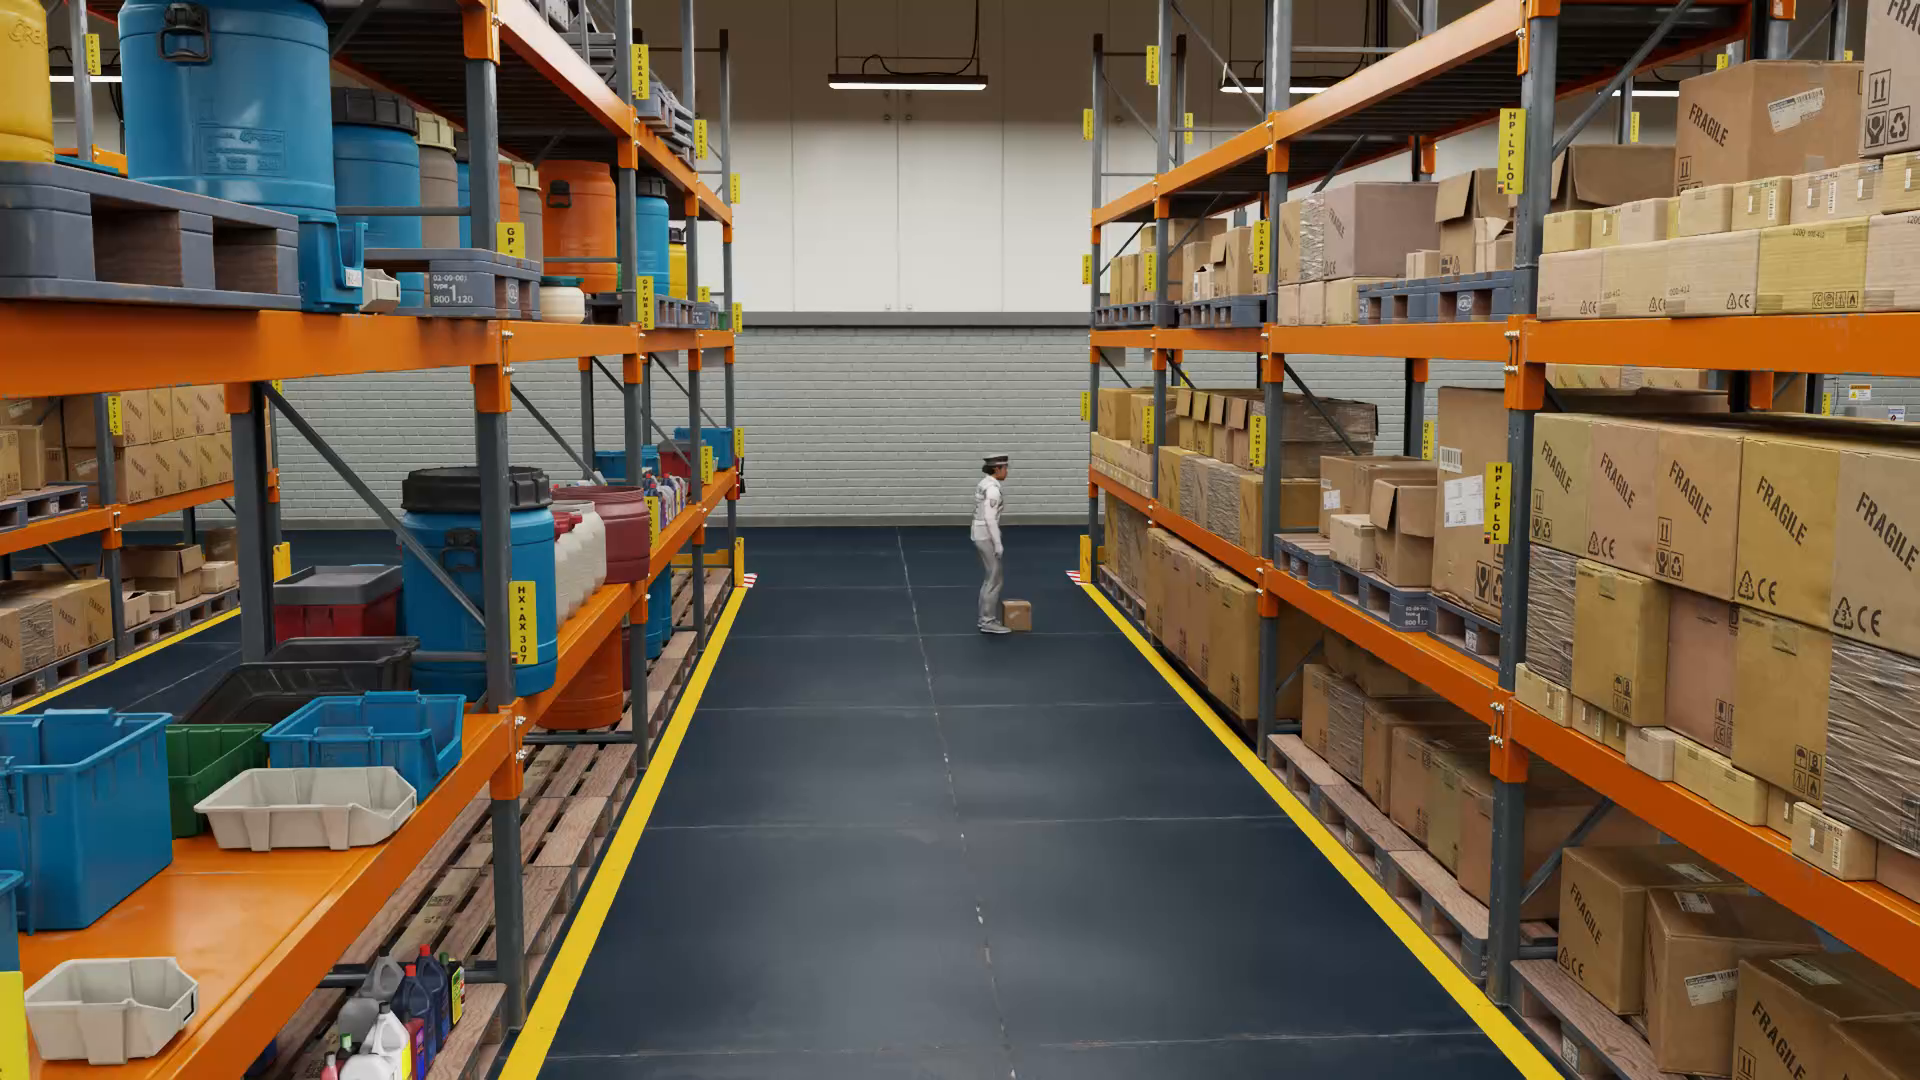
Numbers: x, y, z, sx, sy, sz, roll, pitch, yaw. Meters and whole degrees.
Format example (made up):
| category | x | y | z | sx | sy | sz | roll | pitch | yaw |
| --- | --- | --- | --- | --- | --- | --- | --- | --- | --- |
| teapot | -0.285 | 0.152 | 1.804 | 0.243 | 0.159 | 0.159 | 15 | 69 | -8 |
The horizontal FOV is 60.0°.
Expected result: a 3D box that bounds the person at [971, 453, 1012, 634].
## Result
| category | x | y | z | sx | sy | sz | roll | pitch | yaw |
| --- | --- | --- | --- | --- | --- | --- | --- | --- | --- |
| person | 0.289 | 0.022 | 15.561 | 0.369 | 1.663 | 0.518 | -1 | 7 | -6 |
